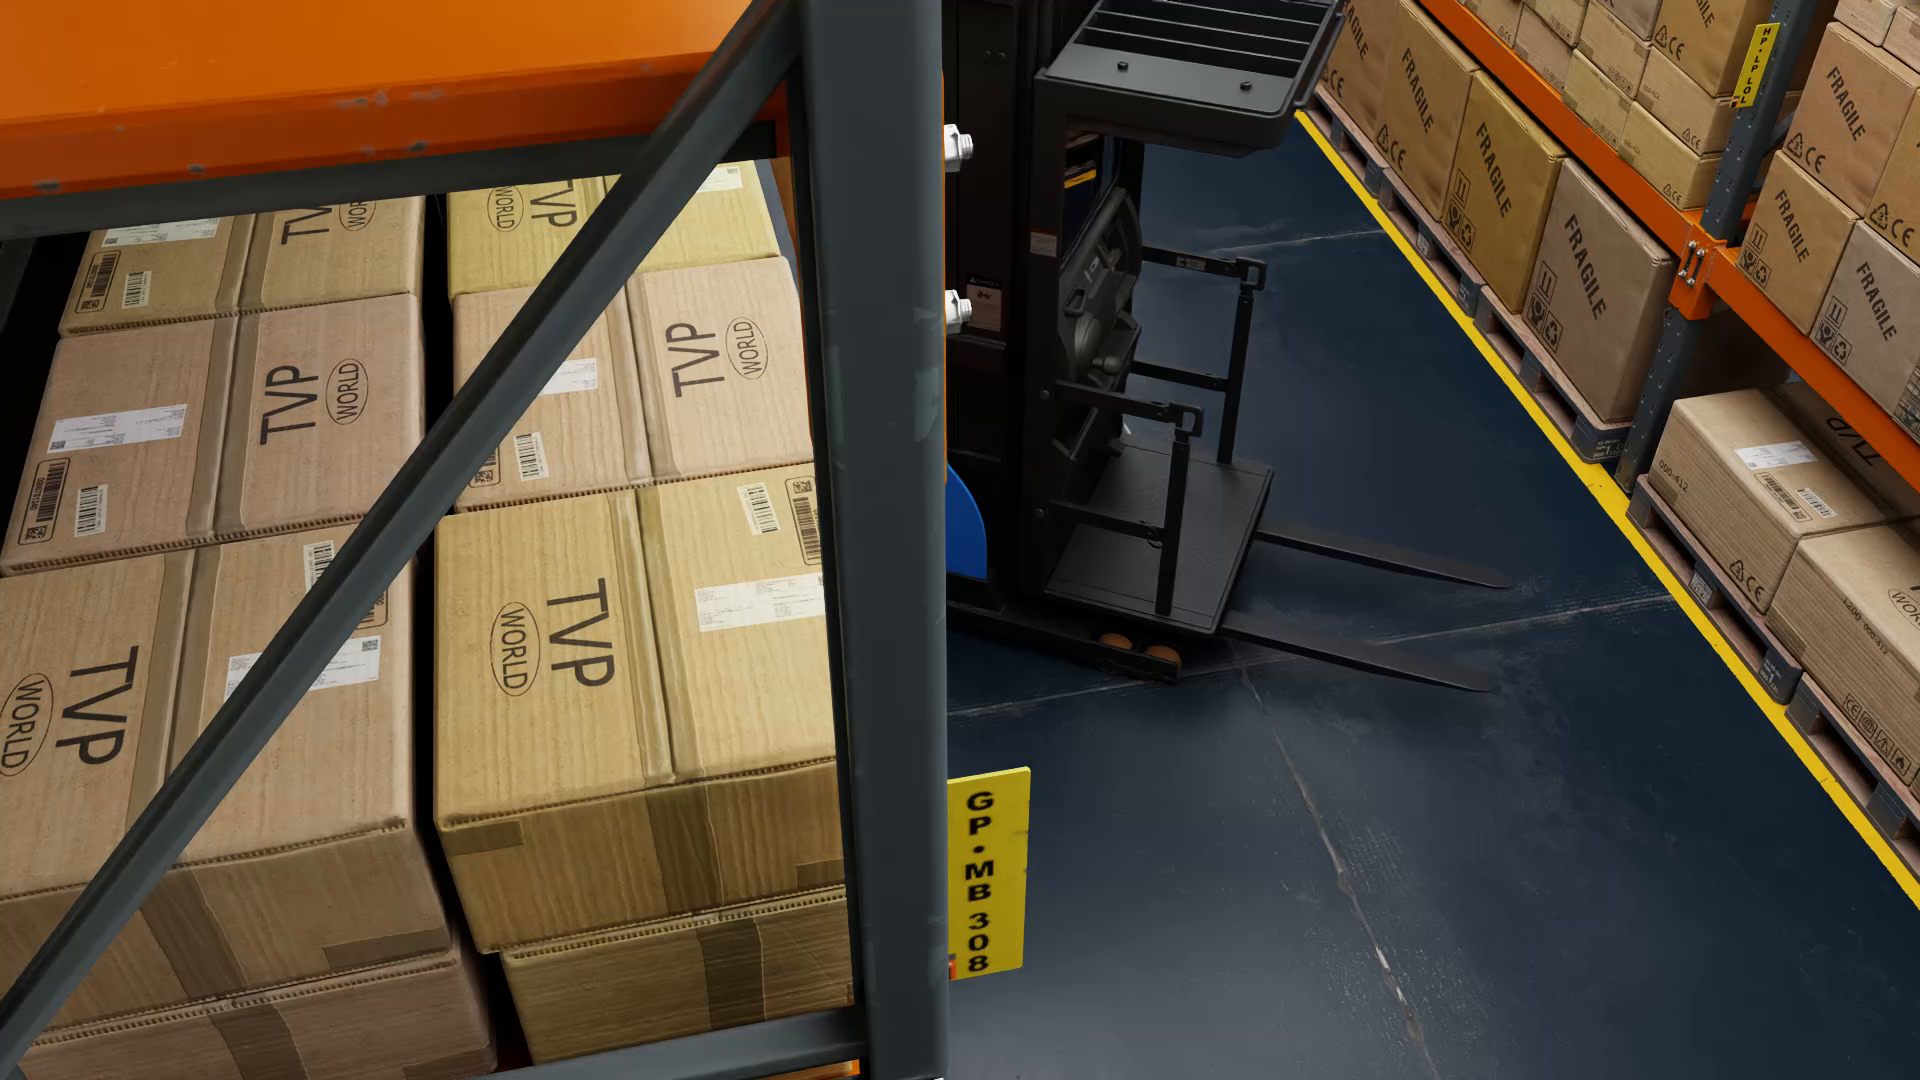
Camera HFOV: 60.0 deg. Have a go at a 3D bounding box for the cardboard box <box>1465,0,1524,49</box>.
[{"bbox_3d":[2.813,-2.627,8.063,0.500,0.250,0.500,-8,42,-9],"label":"cardboard box"}]

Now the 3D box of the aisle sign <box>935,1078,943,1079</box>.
[{"bbox_3d":[-0.210,0.902,2.016,0.394,0.787,0.004,-8,42,-9],"label":"aisle sign"}]

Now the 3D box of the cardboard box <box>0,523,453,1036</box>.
[{"bbox_3d":[-0.880,0.260,1.950,0.500,0.250,0.500,-9,42,-10],"label":"cardboard box"}]

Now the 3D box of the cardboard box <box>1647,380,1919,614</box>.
[{"bbox_3d":[3.501,-0.211,6.841,0.875,0.438,0.875,-9,42,-10],"label":"cardboard box"}]

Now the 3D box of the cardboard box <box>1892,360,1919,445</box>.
[{"bbox_3d":[3.522,-0.480,5.456,0.500,0.500,0.500,-8,42,-9],"label":"cardboard box"}]

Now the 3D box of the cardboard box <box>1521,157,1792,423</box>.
[{"bbox_3d":[3.259,-1.187,7.612,0.875,0.875,0.875,-7,42,-8],"label":"cardboard box"}]

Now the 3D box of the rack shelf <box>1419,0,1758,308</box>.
[{"bbox_3d":[3.039,-2.462,8.305,1.077,0.370,4.000,-8,42,-9],"label":"rack shelf"}]

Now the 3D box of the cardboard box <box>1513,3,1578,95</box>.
[{"bbox_3d":[2.929,-2.293,7.686,0.500,0.250,0.500,-9,42,-10],"label":"cardboard box"}]

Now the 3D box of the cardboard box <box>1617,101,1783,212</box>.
[{"bbox_3d":[3.128,-1.633,6.943,0.500,0.250,0.500,-9,42,-10],"label":"cardboard box"}]

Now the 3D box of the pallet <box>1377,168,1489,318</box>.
[{"bbox_3d":[2.964,-1.673,8.976,1.003,0.211,1.213,-8,42,-9],"label":"pallet"}]

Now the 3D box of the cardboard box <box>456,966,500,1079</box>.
[{"bbox_3d":[-0.807,0.670,2.165,0.380,0.149,0.250,-7,42,-8],"label":"cardboard box"}]

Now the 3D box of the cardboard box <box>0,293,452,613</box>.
[{"bbox_3d":[-0.992,-0.077,2.330,0.500,0.250,0.500,-10,42,-11],"label":"cardboard box"}]

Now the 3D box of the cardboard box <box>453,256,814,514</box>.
[{"bbox_3d":[-0.454,-0.148,2.409,0.500,0.250,0.500,-9,42,-10],"label":"cardboard box"}]

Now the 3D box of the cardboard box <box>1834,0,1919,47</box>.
[{"bbox_3d":[3.285,-1.846,5.753,0.380,0.149,0.250,-9,42,-10],"label":"cardboard box"}]

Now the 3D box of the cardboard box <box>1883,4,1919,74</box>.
[{"bbox_3d":[3.356,-1.682,5.569,0.380,0.149,0.250,-8,42,-9],"label":"cardboard box"}]

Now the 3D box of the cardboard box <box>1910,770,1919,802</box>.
[{"bbox_3d":[3.888,0.954,5.529,0.875,0.438,0.875,-7,42,-8],"label":"cardboard box"}]

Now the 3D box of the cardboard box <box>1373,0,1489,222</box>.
[{"bbox_3d":[2.864,-2.351,8.923,0.875,0.875,0.875,-8,42,-9],"label":"cardboard box"}]

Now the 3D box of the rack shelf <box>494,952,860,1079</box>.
[{"bbox_3d":[-0.943,-0.277,3.585,1.077,0.370,4.000,-8,42,-9],"label":"rack shelf"}]

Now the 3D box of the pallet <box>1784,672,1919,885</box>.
[{"bbox_3d":[3.825,0.905,6.071,1.003,0.211,1.213,-8,42,-9],"label":"pallet"}]

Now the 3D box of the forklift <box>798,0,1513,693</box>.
[{"bbox_3d":[0.705,-0.917,6.075,3.031,2.935,1.130,14,43,15],"label":"forklift"}]

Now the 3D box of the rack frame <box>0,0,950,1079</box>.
[{"bbox_3d":[-0.512,-0.371,0.890,1.000,3.000,0.127,-8,42,-9],"label":"rack frame"}]

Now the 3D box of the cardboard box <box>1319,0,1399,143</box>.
[{"bbox_3d":[2.675,-2.930,9.575,0.875,0.875,0.875,-9,42,-10],"label":"cardboard box"}]

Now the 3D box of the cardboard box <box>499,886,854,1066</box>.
[{"bbox_3d":[-0.341,0.369,2.205,0.500,0.250,0.500,-9,42,-10],"label":"cardboard box"}]

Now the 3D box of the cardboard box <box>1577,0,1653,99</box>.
[{"bbox_3d":[3.023,-2.139,7.136,0.500,0.250,0.500,-7,42,-8],"label":"cardboard box"}]

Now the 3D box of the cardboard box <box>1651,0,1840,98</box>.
[{"bbox_3d":[3.129,-2.099,6.527,0.500,0.500,0.500,-7,42,-8],"label":"cardboard box"}]

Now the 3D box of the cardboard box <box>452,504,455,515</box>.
[{"bbox_3d":[-0.996,0.116,2.489,0.500,0.250,0.500,-8,42,-9],"label":"cardboard box"}]

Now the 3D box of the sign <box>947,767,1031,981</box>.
[{"bbox_3d":[0.018,0.346,1.683,0.100,0.325,0.005,-8,42,-9],"label":"sign"}]

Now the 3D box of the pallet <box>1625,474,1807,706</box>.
[{"bbox_3d":[3.558,0.113,6.964,1.003,0.211,1.213,-8,42,-9],"label":"pallet"}]

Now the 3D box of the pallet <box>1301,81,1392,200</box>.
[{"bbox_3d":[2.704,-2.462,9.865,1.003,0.211,1.213,-8,42,-9],"label":"pallet"}]

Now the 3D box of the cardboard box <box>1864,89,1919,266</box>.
[{"bbox_3d":[3.440,-1.174,5.484,0.500,0.500,0.500,-9,42,-10],"label":"cardboard box"}]

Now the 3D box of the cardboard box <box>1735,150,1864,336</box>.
[{"bbox_3d":[3.316,-1.130,6.188,0.500,0.500,0.500,-7,42,-8],"label":"cardboard box"}]

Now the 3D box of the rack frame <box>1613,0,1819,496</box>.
[{"bbox_3d":[3.471,-1.434,6.606,1.000,3.000,0.127,-8,42,-9],"label":"rack frame"}]

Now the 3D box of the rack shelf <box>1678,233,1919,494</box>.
[{"bbox_3d":[3.902,0.131,5.384,1.077,0.370,4.000,-8,42,-9],"label":"rack shelf"}]

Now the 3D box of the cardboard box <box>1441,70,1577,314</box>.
[{"bbox_3d":[3.056,-1.771,8.270,0.875,0.875,0.875,-7,42,-8],"label":"cardboard box"}]

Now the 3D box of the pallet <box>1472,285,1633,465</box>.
[{"bbox_3d":[3.231,-0.881,8.083,1.003,0.211,1.213,-8,42,-9],"label":"pallet"}]

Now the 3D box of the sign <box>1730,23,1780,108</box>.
[{"bbox_3d":[2.943,-1.753,6.153,0.100,0.325,0.005,-8,42,-9],"label":"sign"}]

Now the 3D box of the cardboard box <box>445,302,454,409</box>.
[{"bbox_3d":[-1.099,-0.211,2.857,0.500,0.250,0.500,-9,42,-10],"label":"cardboard box"}]

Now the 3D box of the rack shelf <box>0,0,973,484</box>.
[{"bbox_3d":[-0.943,-1.397,2.590,1.077,0.370,4.000,-8,42,-9],"label":"rack shelf"}]

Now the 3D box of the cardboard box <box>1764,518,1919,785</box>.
[{"bbox_3d":[3.695,0.370,6.188,0.875,0.438,0.875,-10,42,-11],"label":"cardboard box"}]

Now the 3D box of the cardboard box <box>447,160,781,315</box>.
[{"bbox_3d":[-0.575,-0.471,2.774,0.500,0.250,0.500,-9,42,-10],"label":"cardboard box"}]

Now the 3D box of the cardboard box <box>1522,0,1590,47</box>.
[{"bbox_3d":[2.905,-2.474,7.514,0.500,0.250,0.500,-7,42,-8],"label":"cardboard box"}]

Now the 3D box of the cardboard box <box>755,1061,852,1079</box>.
[{"bbox_3d":[-0.353,0.605,2.239,0.380,0.149,0.250,-8,42,-8],"label":"cardboard box"}]

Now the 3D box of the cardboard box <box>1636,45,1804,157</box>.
[{"bbox_3d":[3.138,-1.816,6.773,0.500,0.250,0.500,-8,42,-9],"label":"cardboard box"}]

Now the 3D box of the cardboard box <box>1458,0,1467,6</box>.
[{"bbox_3d":[2.703,-2.946,8.423,0.500,0.250,0.500,-7,42,-8],"label":"cardboard box"}]

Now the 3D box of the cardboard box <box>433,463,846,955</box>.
[{"bbox_3d":[-0.362,0.185,2.035,0.500,0.250,0.500,-9,42,-10],"label":"cardboard box"}]

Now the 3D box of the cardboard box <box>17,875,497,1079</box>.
[{"bbox_3d":[-0.873,0.446,2.117,0.500,0.250,0.500,-9,42,-10],"label":"cardboard box"}]

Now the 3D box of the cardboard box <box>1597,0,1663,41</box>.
[{"bbox_3d":[3.010,-2.433,6.903,0.500,0.500,0.500,-8,42,-8],"label":"cardboard box"}]

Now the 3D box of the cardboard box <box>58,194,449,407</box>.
[{"bbox_3d":[-1.113,-0.410,2.705,0.500,0.250,0.500,-8,42,-9],"label":"cardboard box"}]

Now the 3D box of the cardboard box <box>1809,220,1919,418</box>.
[{"bbox_3d":[3.421,-0.803,5.820,0.500,0.500,0.500,-8,42,-9],"label":"cardboard box"}]

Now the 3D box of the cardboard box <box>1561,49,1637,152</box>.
[{"bbox_3d":[3.019,-1.963,7.315,0.500,0.250,0.500,-9,42,-10],"label":"cardboard box"}]

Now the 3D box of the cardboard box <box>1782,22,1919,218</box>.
[{"bbox_3d":[3.337,-1.502,5.854,0.500,0.500,0.500,-8,42,-9],"label":"cardboard box"}]

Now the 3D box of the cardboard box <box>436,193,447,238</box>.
[{"bbox_3d":[-1.195,-0.738,3.074,0.500,0.250,0.500,-8,42,-9],"label":"cardboard box"}]
